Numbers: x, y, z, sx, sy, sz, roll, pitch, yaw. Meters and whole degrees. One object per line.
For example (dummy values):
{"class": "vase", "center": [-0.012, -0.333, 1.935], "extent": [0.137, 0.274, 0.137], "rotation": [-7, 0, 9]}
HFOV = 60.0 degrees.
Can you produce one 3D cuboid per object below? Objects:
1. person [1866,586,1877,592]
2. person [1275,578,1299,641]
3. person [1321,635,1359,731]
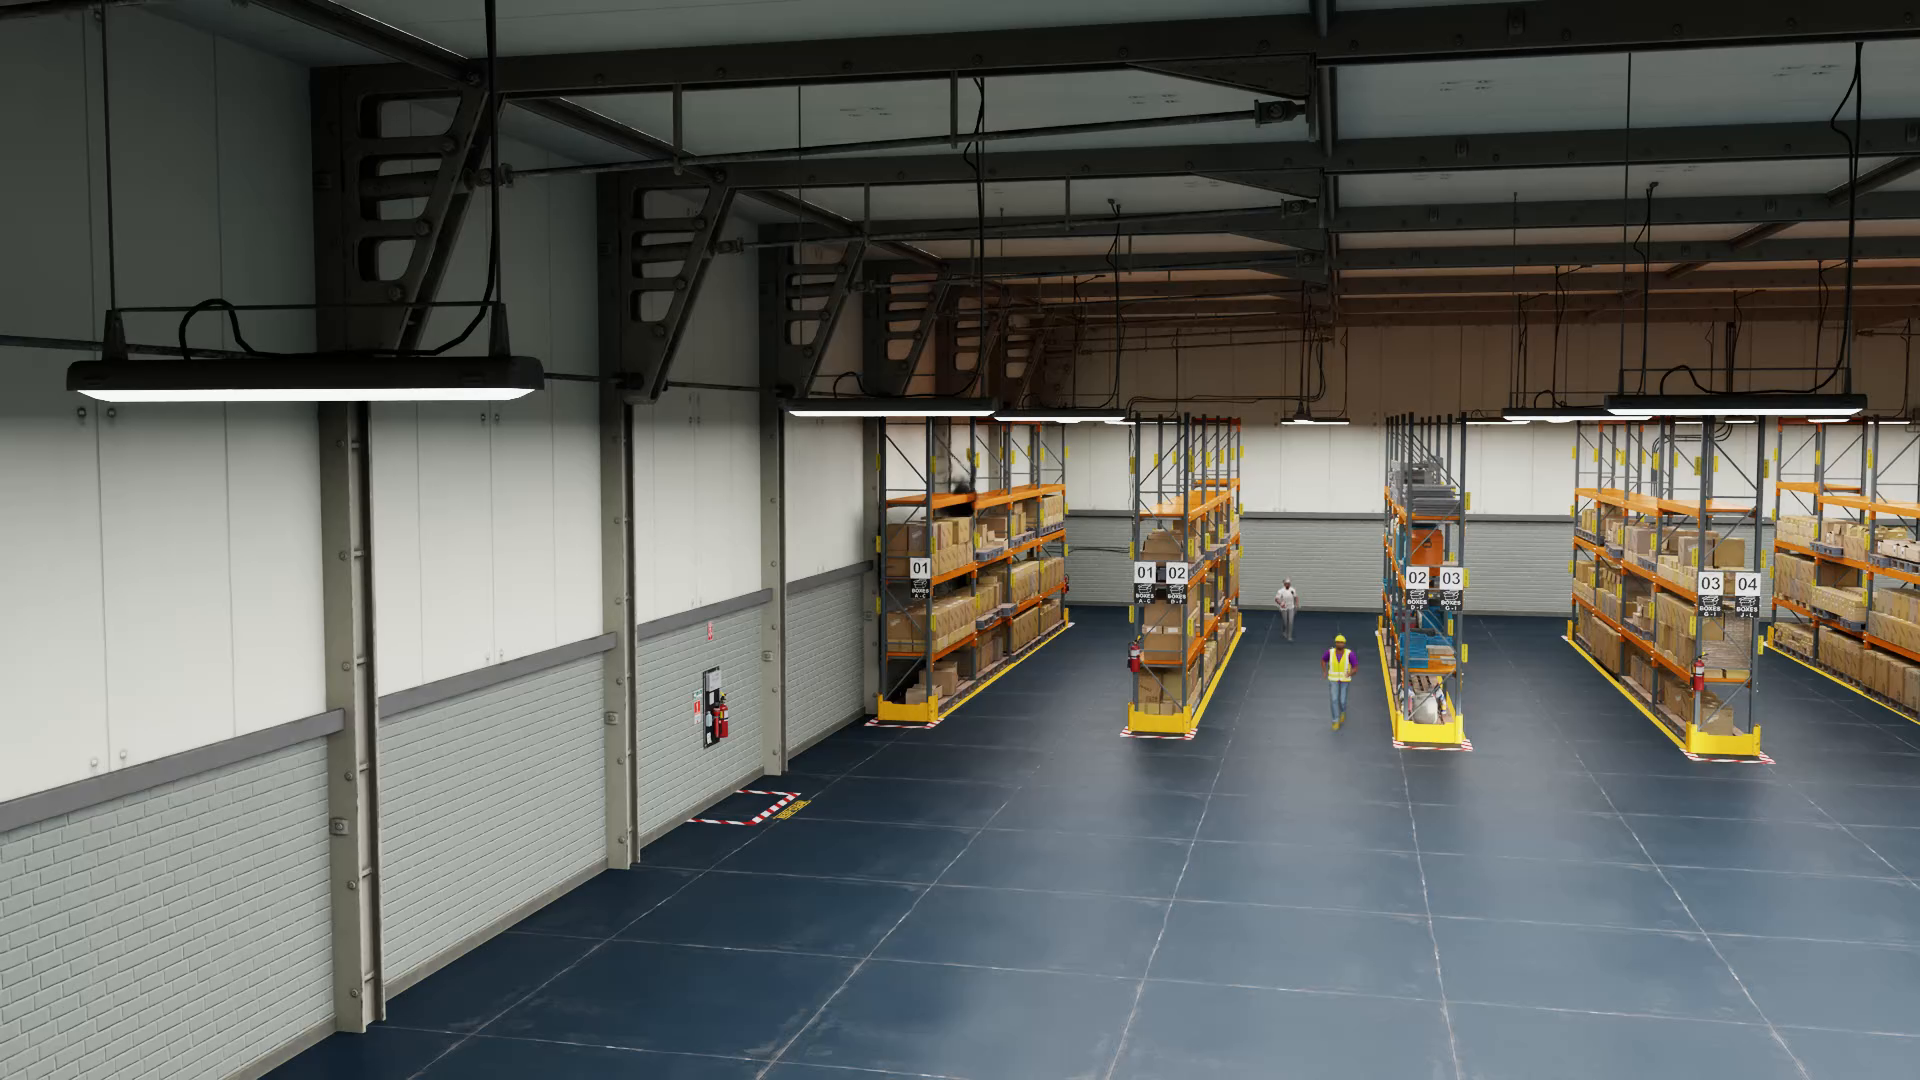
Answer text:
{"class": "person", "center": [23.180, 2.014, 42.365], "extent": [0.578, 1.752, 0.748], "rotation": [0, 4, -4]}
{"class": "person", "center": [8.833, 1.875, 44.845], "extent": [0.630, 1.709, 0.637], "rotation": [0, 4, -3]}
{"class": "person", "center": [7.248, 2.693, 31.741], "extent": [0.709, 1.775, 0.937], "rotation": [1, 4, 15]}
